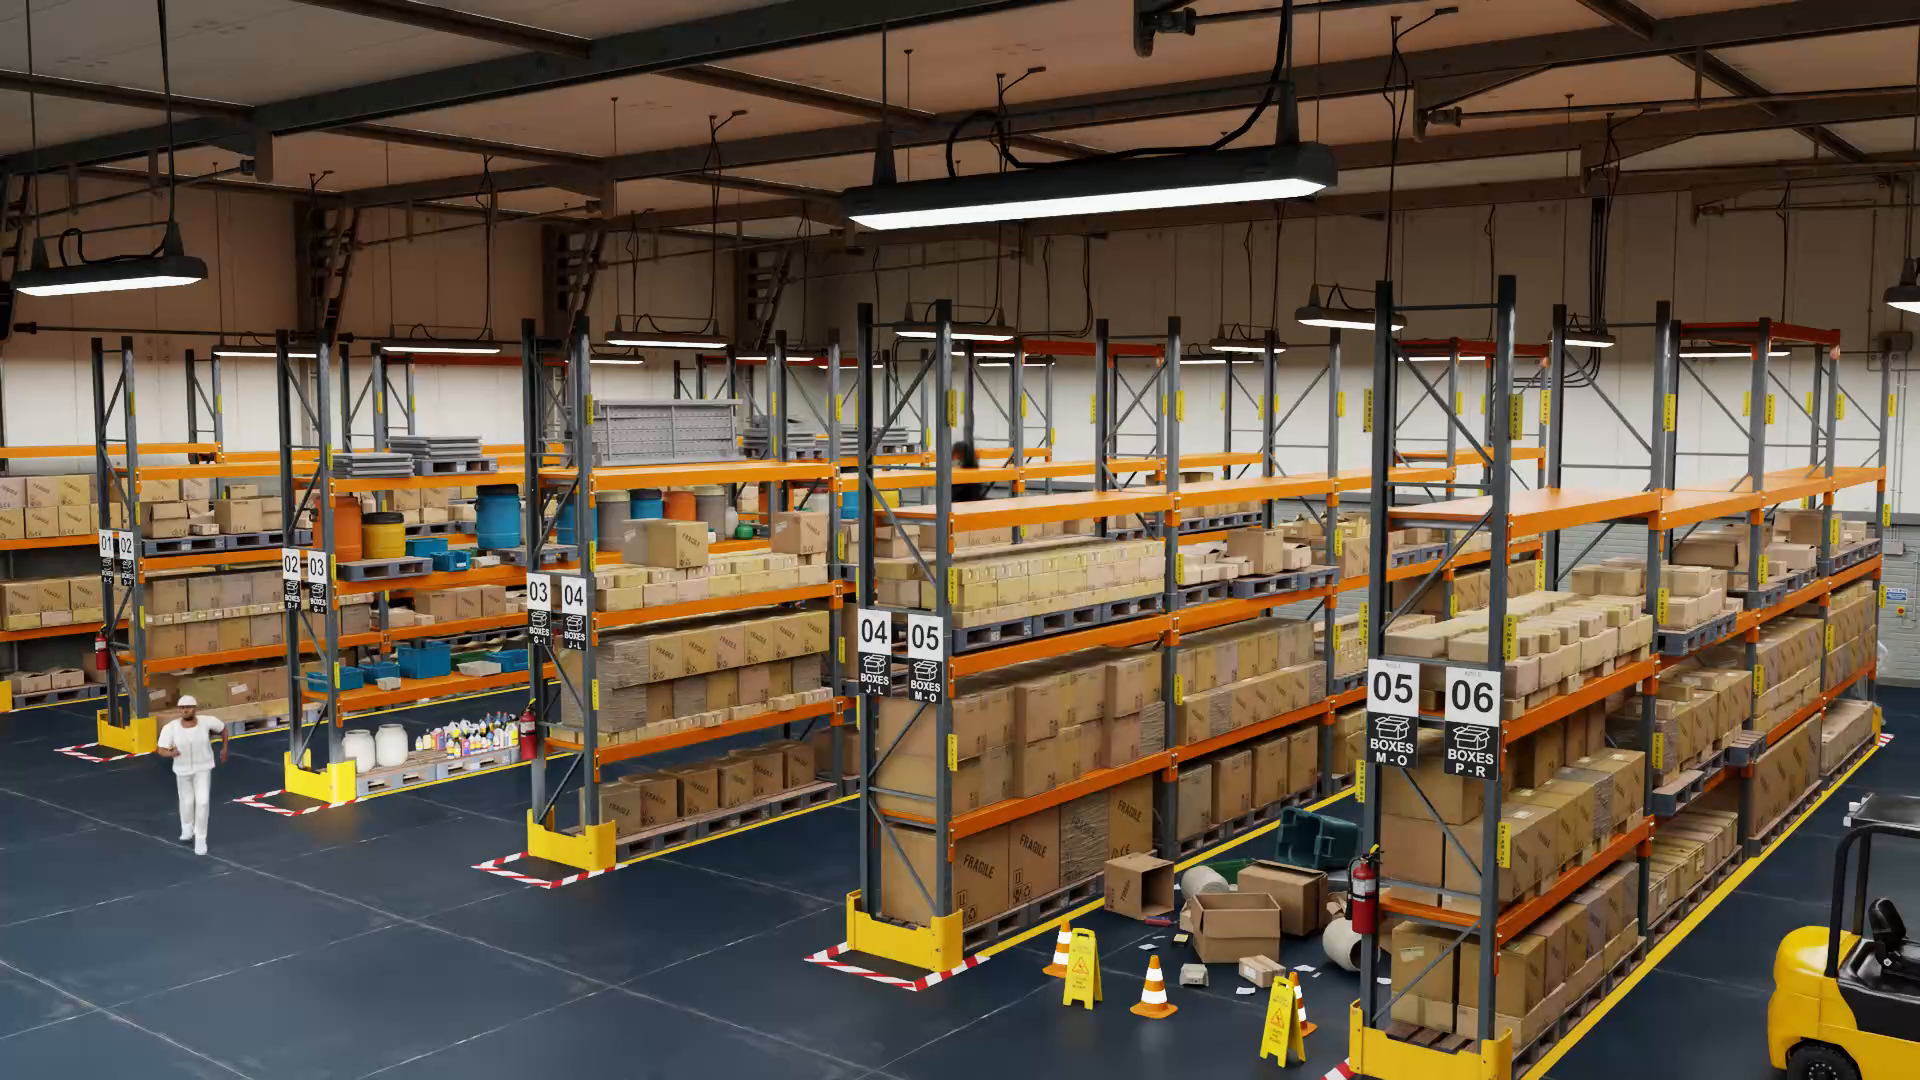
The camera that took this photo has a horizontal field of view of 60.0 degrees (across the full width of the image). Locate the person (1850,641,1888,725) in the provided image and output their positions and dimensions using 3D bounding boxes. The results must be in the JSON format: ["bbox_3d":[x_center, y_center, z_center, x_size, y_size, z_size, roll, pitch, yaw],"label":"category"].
[{"bbox_3d":[14.116,2.083,25.969,0.677,1.639,0.566,-4,6,-39],"label":"person"}]

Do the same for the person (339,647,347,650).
[{"bbox_3d":[-10.858,1.776,29.206,0.618,1.669,0.890,3,6,28],"label":"person"}]

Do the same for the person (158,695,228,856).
[{"bbox_3d":[-8.709,2.644,18.916,0.709,1.810,0.896,-2,5,-19],"label":"person"}]
